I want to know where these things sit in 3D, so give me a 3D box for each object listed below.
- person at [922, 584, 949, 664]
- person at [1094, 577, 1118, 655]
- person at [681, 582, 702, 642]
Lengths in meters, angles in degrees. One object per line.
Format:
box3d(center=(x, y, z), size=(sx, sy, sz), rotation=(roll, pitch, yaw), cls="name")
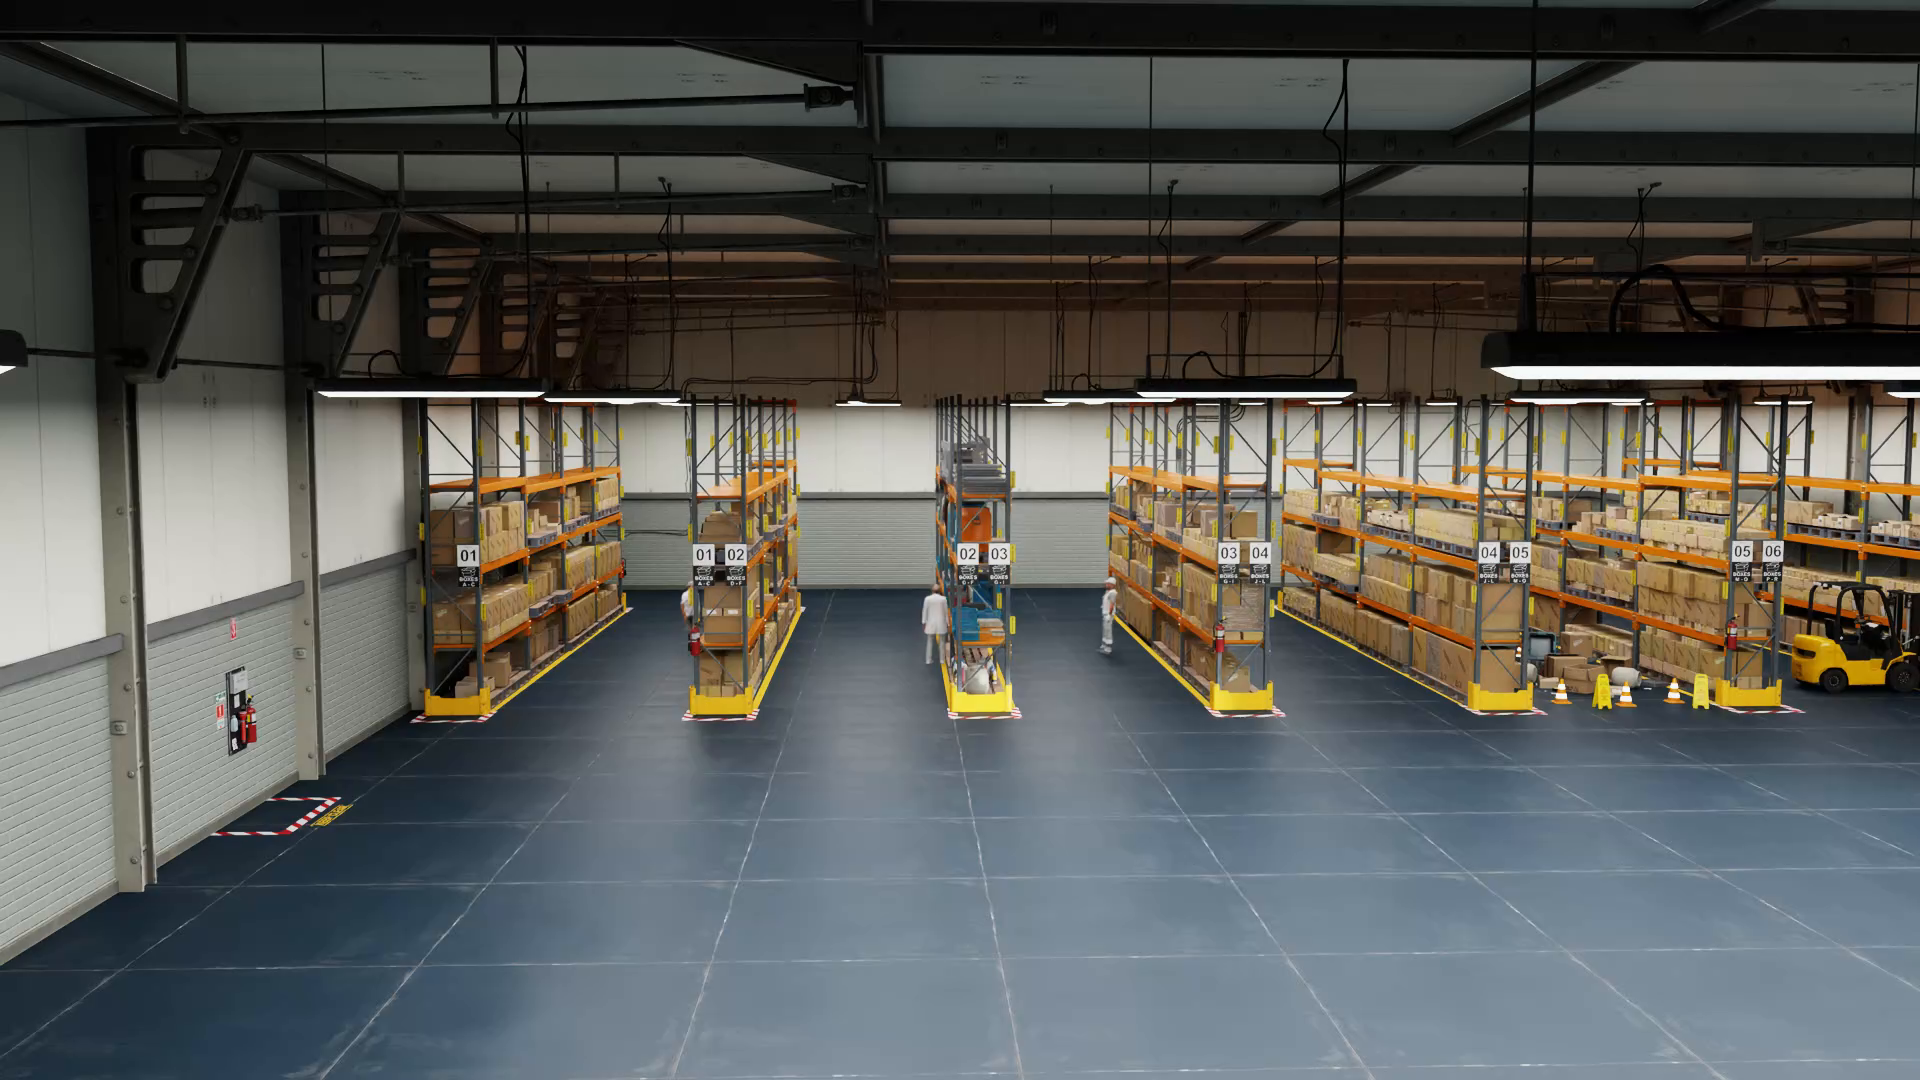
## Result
box3d(center=(-0.543, 1.874, 37.266), size=(0.632, 1.785, 0.441), rotation=(0, 4, 1), cls="person")
box3d(center=(3.411, 1.770, 38.887), size=(0.535, 1.795, 0.576), rotation=(0, 5, 5), cls="person")
box3d(center=(-6.383, 1.792, 39.619), size=(0.488, 1.610, 0.929), rotation=(0, 5, 4), cls="person")
